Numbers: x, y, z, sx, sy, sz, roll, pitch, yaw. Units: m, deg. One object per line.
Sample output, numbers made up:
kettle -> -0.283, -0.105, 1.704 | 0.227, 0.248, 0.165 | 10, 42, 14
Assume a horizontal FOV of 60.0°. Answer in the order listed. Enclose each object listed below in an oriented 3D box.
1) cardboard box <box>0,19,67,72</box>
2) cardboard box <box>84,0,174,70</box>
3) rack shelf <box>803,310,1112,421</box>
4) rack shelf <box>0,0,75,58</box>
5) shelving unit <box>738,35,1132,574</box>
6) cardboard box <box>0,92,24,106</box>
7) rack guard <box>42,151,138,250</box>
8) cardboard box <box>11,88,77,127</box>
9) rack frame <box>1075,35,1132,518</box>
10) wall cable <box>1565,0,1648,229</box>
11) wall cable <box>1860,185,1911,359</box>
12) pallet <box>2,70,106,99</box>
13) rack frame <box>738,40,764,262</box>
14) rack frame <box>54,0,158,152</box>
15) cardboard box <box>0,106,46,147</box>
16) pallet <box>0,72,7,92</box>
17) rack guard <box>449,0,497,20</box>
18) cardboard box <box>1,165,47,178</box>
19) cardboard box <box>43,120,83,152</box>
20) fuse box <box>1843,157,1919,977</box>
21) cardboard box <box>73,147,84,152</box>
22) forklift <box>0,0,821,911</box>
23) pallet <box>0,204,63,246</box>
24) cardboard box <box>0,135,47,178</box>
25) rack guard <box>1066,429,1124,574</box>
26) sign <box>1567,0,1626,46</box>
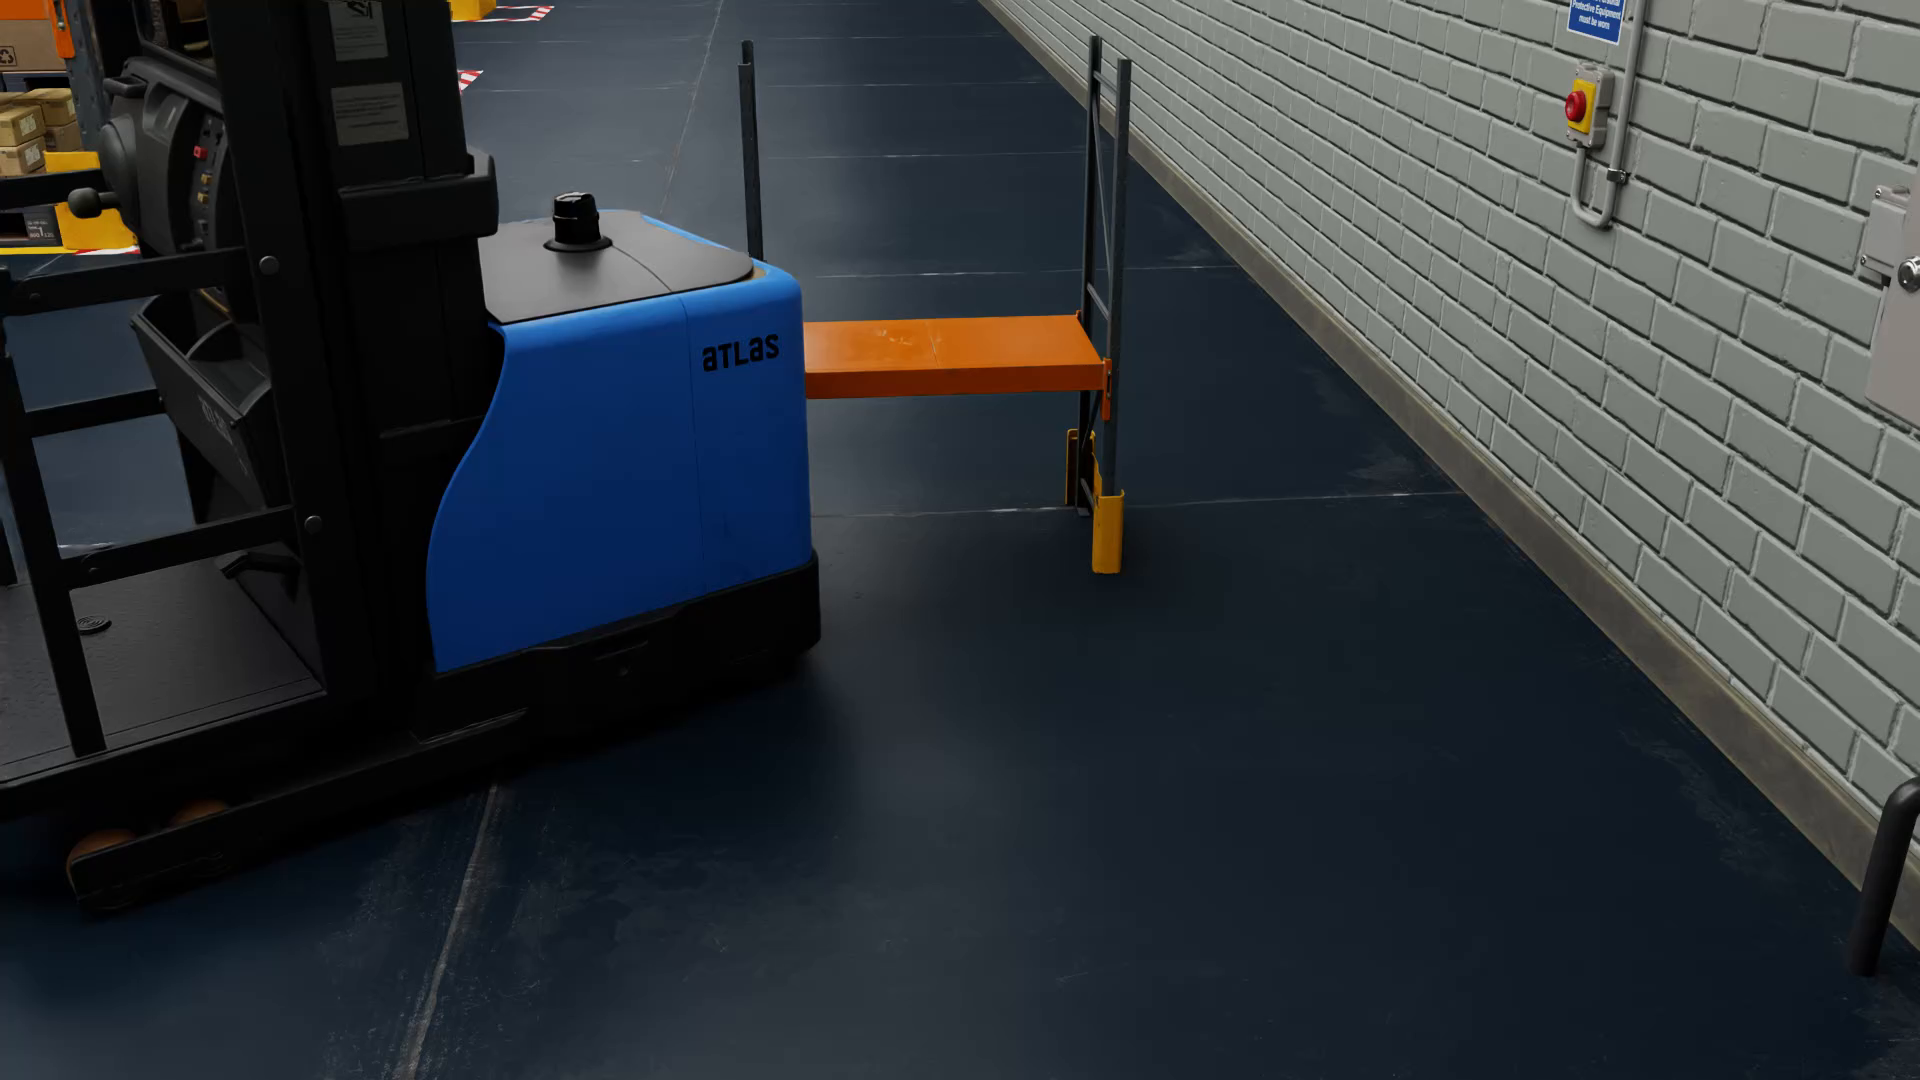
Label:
cardboard box -> -7.292, -4.221, 13.152 | 0.875, 0.875, 0.875 | -2, 24, -5
cardboard box -> -6.407, -4.256, 13.232 | 0.875, 0.875, 0.875 | -2, 24, -5
rack shelf -> -0.085, -0.518, 5.011 | 1.000, 0.185, 0.538 | -2, 24, -5
rack shelf -> -6.475, -2.712, 8.544 | 4.000, 0.370, 1.077 | -2, 24, -5
shelving unit -> -0.076, -0.682, 4.939 | 1.083, 1.500, 0.587 | -2, 24, -5
cardboard box -> -5.302, -2.339, 9.079 | 0.250, 0.149, 0.380 | -2, 24, -4
rack guard -> -4.561, -1.975, 9.079 | 0.348, 0.500, 1.175 | -2, 24, -5
cardboard box -> -5.040, -2.398, 9.213 | 0.250, 0.149, 0.380 | -3, 24, -8
rack frame -> 0.421, -0.702, 4.983 | 0.032, 1.500, 0.500 | -2, 24, -5
wall cable -> 1.711, -1.837, 4.401 | 0.123, 1.953, 0.585 | -2, 24, -5
wall cable -> 1.862, -1.250, 3.118 | 0.122, 1.984, 0.588 | -2, 24, -5
pallet -> -6.871, -3.744, 13.414 | 1.213, 0.211, 1.003 | -2, 24, -5
rack frame -> -0.591, -0.662, 4.892 | 0.032, 1.500, 0.500 | -2, 24, -5
rack frame -> -4.485, -3.121, 8.578 | 0.127, 3.000, 1.000 | -2, 24, -5
cardboard box -> -4.987, -2.158, 8.673 | 0.250, 0.149, 0.380 | -2, 24, -5
pallet -> -8.088, -3.694, 13.302 | 1.213, 0.211, 1.003 | -2, 24, -5
rack guard -> -5.336, -5.995, 18.123 | 0.348, 0.500, 1.175 | -2, 24, -5
cardboard box -> -4.988, -1.905, 8.835 | 0.250, 0.149, 0.380 | -2, 24, -4
cardboard box -> -5.032, -2.229, 9.198 | 0.250, 0.149, 0.380 | -1, 24, -3
fuse box -> 1.772, 0.085, 2.952 | 0.414, 1.711, 0.539 | -2, 24, -5
cardboard box -> -5.038, -2.118, 9.316 | 0.250, 0.149, 0.380 | -2, 24, -4
forklift -> -1.860, -0.805, 3.453 | 3.031, 2.935, 1.130 | -17, 29, -33
pallet -> -5.373, -1.825, 9.097 | 1.213, 0.211, 1.003 | -2, 24, -5
cardboard box -> -4.982, -2.009, 8.704 | 0.250, 0.149, 0.380 | -3, 24, -7
rack guard -> 0.420, -0.131, 5.237 | 0.087, 0.250, 0.587 | -2, 24, -5
sign -> 1.767, -1.504, 4.608 | 0.001, 0.218, 0.327 | -2, 24, -5
